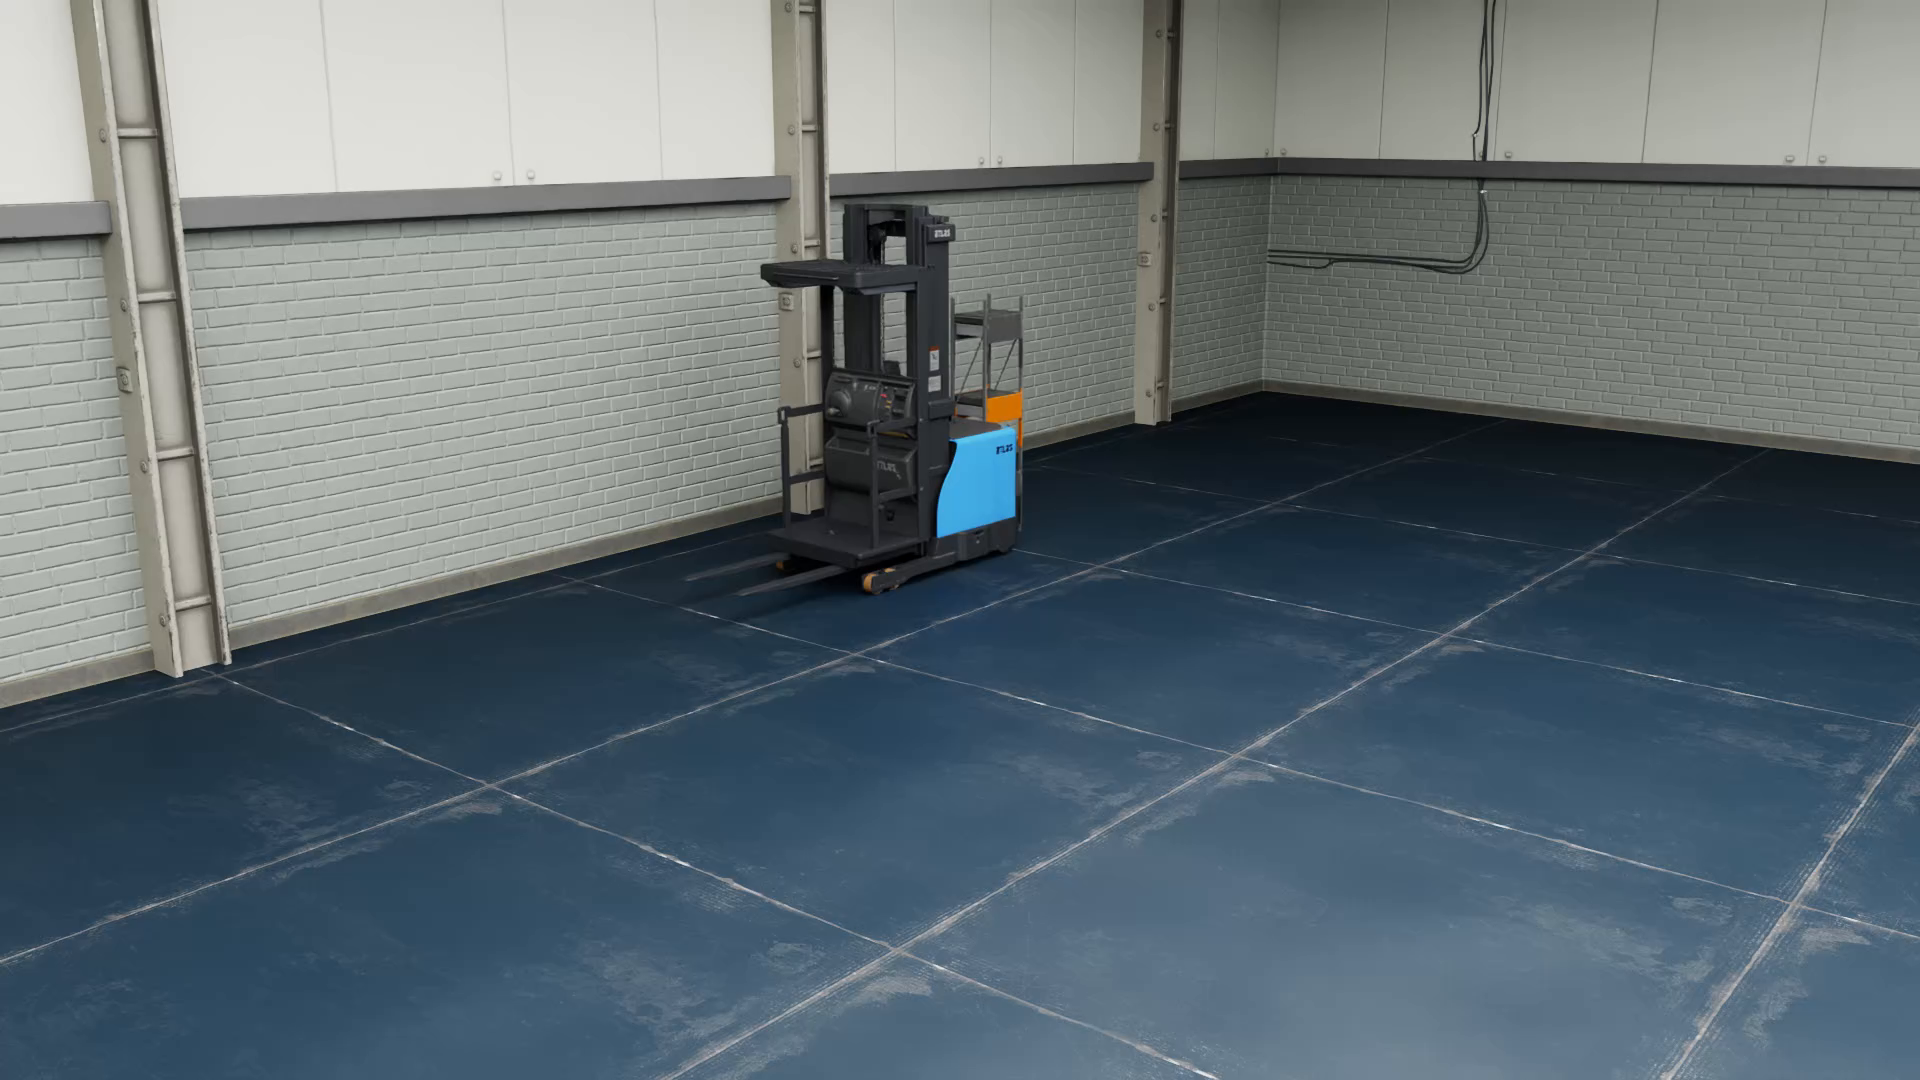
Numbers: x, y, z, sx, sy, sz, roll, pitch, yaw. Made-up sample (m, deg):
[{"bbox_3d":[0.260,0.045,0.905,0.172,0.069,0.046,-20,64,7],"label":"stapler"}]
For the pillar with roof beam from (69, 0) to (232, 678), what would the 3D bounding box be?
[{"bbox_3d":[-1.849,-2.843,7.539,9.100,9.000,0.400,11,18,38],"label":"pillar with roof beam"}]

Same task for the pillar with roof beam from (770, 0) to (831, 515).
[{"bbox_3d":[1.922,-3.992,12.062,9.100,9.000,0.400,11,18,38],"label":"pillar with roof beam"}]

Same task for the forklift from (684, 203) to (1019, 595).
[{"bbox_3d":[-0.844,-1.140,13.158,1.130,2.935,3.031,12,19,40],"label":"forklift"}]

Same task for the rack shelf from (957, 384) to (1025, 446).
[{"bbox_3d":[0.252,-1.070,14.627,0.431,0.518,0.480,12,19,40],"label":"rack shelf"}]

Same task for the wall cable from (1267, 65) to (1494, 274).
[{"bbox_3d":[5.224,-4.662,21.005,3.097,2.526,0.112,11,18,38],"label":"wall cable"}]

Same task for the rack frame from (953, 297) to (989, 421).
[{"bbox_3d":[0.091,-1.038,14.445,0.400,2.100,0.015,12,19,40],"label":"rack frame"}]

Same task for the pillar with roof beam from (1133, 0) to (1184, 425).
[{"bbox_3d":[5.693,-5.141,16.585,9.100,9.000,0.400,11,18,38],"label":"pillar with roof beam"}]

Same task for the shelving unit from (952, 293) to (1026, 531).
[{"bbox_3d":[0.252,-1.084,14.624,0.431,2.100,0.503,12,19,40],"label":"shelving unit"}]

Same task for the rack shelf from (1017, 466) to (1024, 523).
[{"bbox_3d":[0.252,-0.392,14.799,0.431,0.518,0.480,12,19,40],"label":"rack shelf"}]

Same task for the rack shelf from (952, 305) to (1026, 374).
[{"bbox_3d":[0.252,-1.749,14.455,0.431,0.518,0.480,12,19,40],"label":"rack shelf"}]

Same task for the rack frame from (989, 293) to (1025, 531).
[{"bbox_3d":[0.412,-1.129,14.802,0.400,2.100,0.015,12,19,40],"label":"rack frame"}]

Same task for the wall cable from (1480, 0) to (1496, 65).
[{"bbox_3d":[7.329,-6.691,18.735,3.097,2.526,0.112,11,18,38],"label":"wall cable"}]
